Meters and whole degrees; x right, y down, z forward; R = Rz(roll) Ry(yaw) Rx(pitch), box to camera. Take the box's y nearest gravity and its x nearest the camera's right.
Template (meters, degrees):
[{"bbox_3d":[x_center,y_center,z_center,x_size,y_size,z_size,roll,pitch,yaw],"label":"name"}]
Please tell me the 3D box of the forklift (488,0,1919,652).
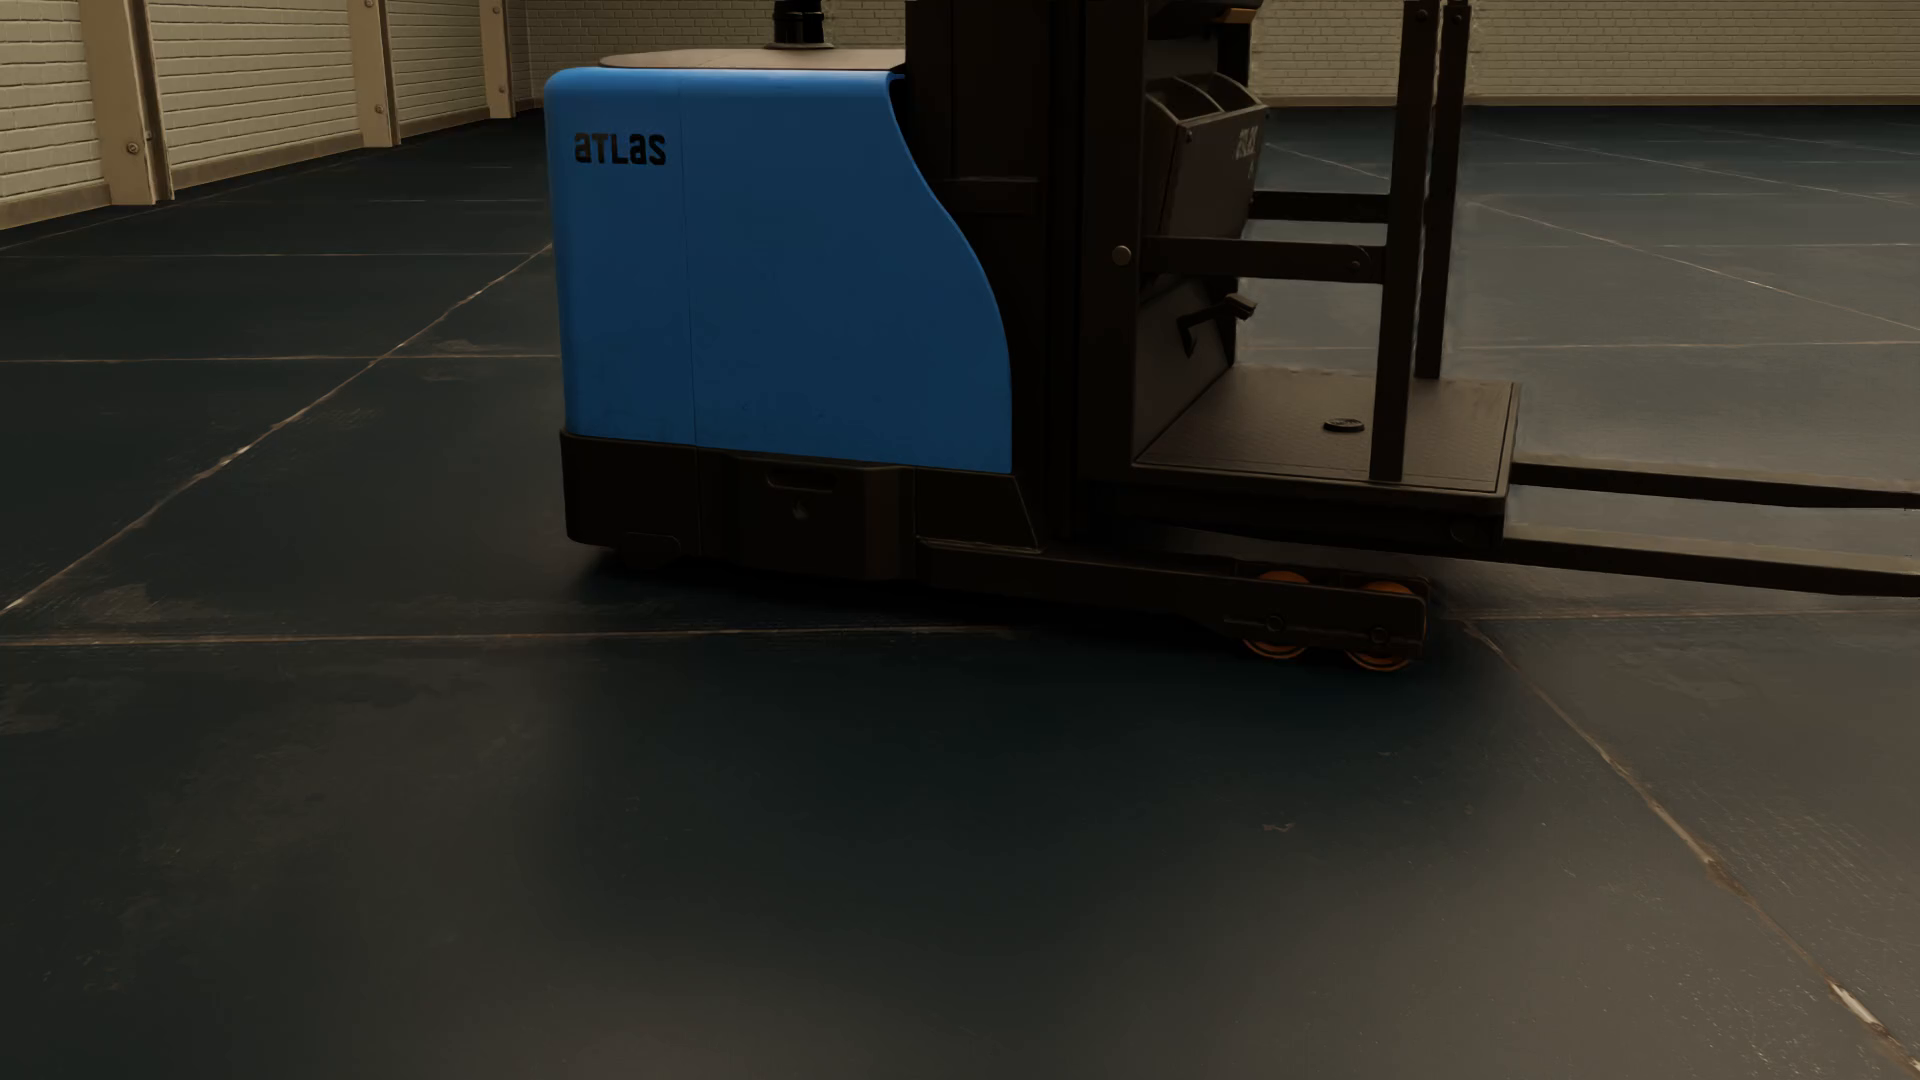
[{"bbox_3d":[0.592,-1.358,3.347,3.031,2.935,1.130,4,18,14],"label":"forklift"}]
